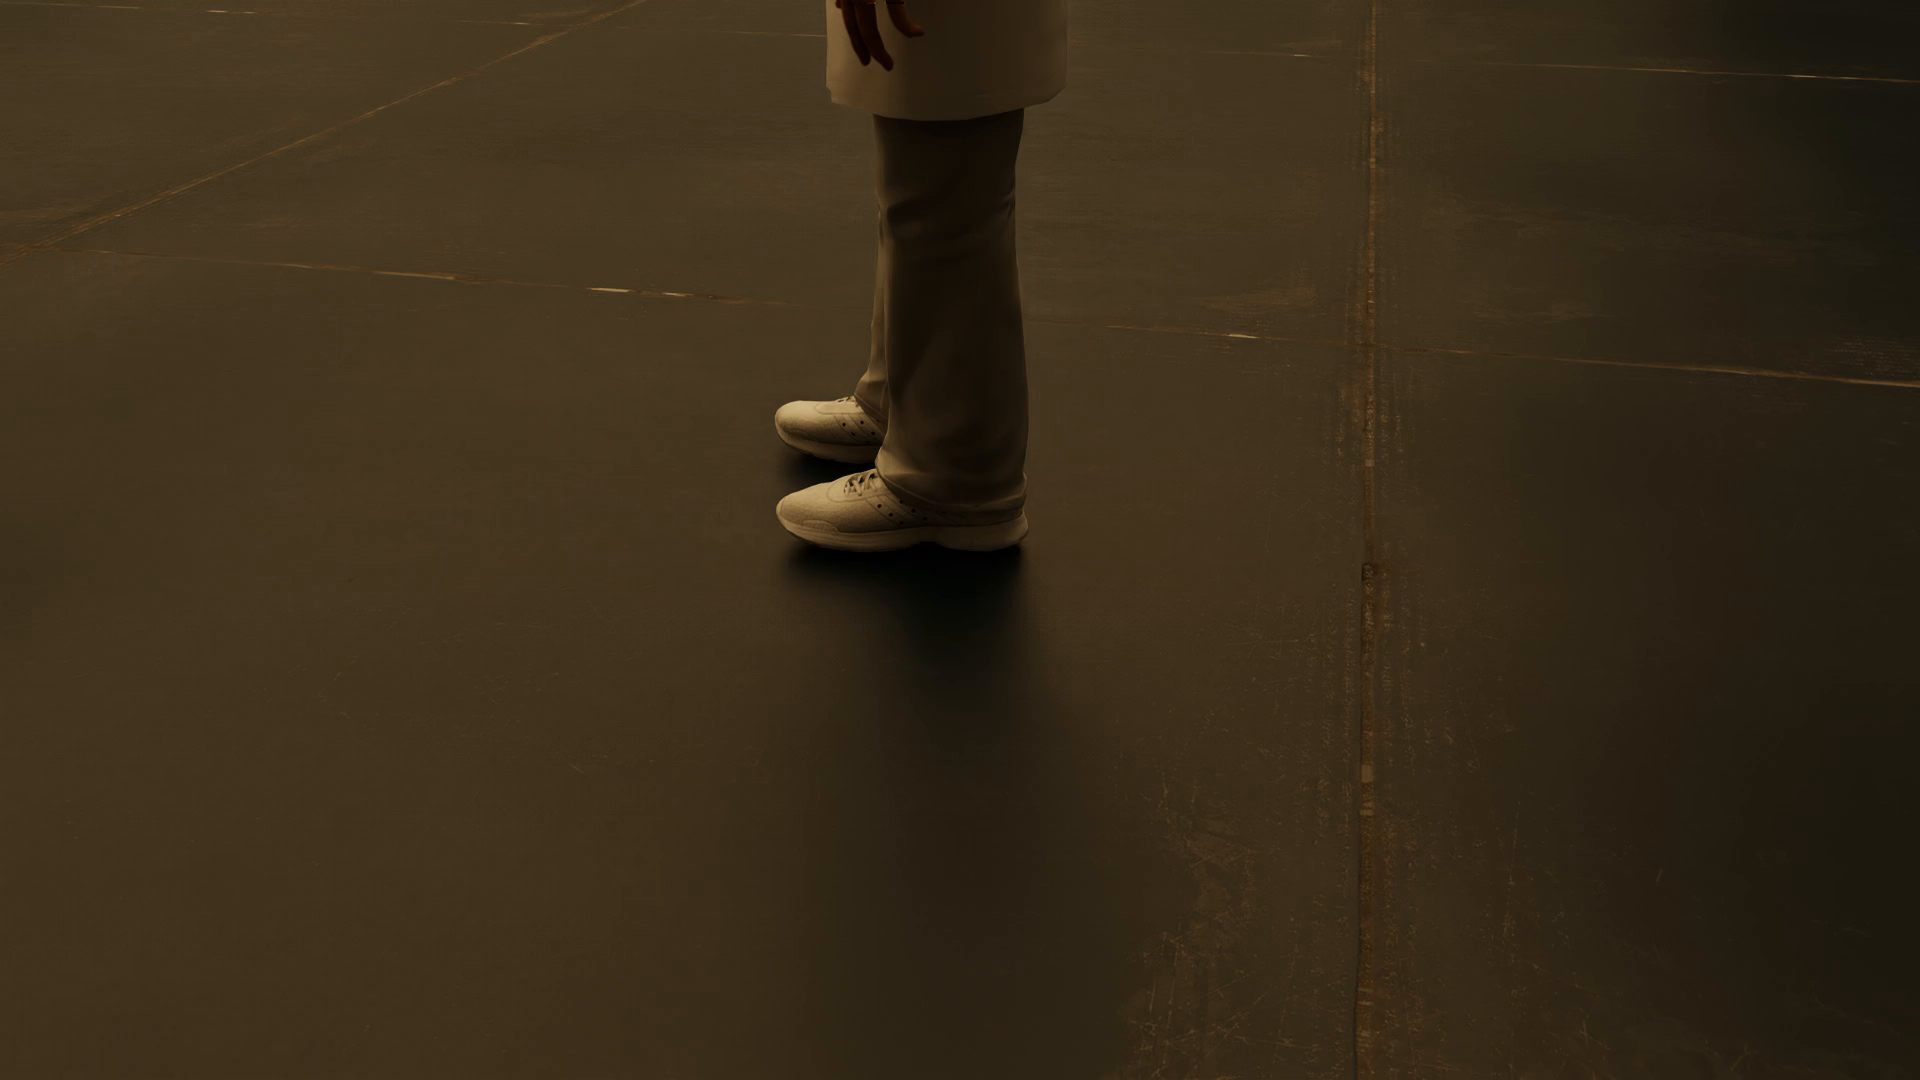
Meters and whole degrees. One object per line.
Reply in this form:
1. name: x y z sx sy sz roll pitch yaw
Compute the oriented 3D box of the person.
1. person: -0.089 -0.811 2.118 0.578 1.778 0.696 6 27 11
